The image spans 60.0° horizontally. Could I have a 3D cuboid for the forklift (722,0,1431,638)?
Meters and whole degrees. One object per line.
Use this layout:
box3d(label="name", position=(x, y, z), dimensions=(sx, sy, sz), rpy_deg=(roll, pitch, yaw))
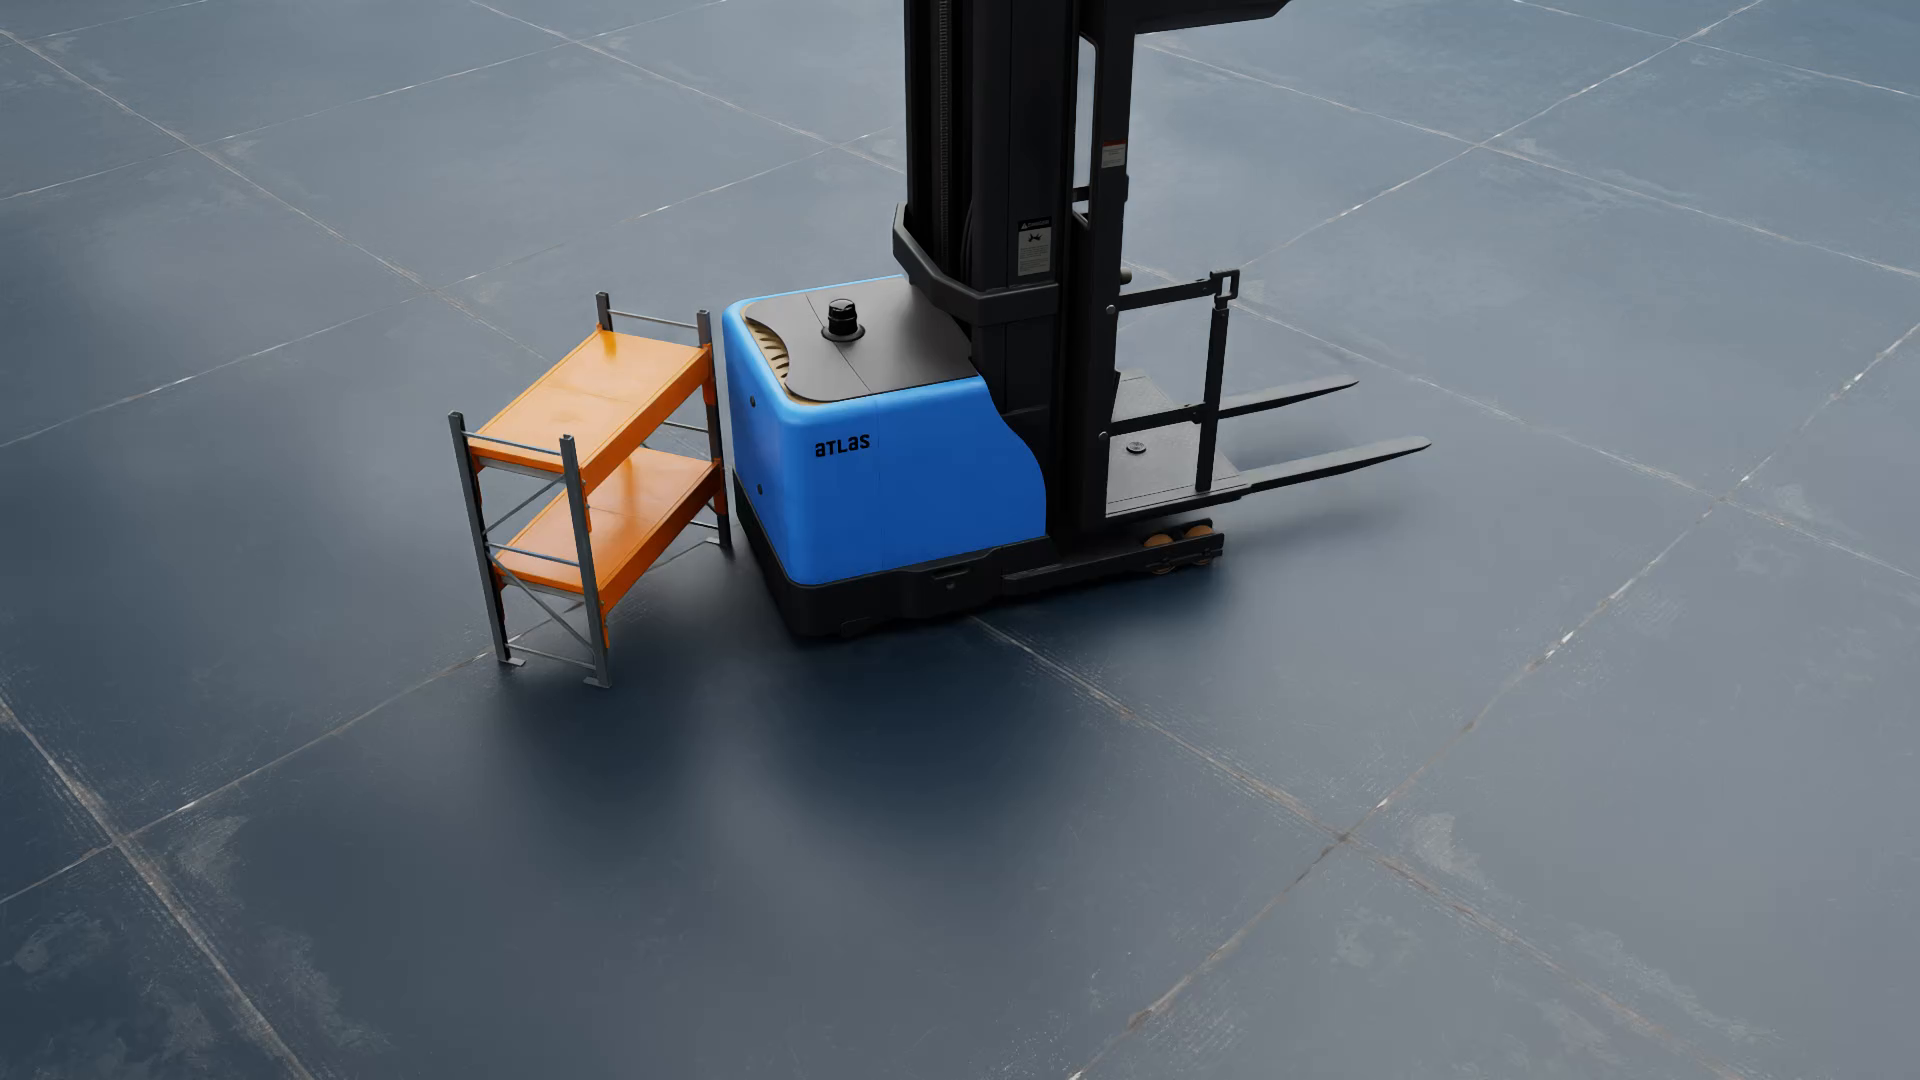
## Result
box3d(label="forklift", position=(0.590, -1.329, 6.593), dimensions=(3.031, 2.935, 1.130), rpy_deg=(-12, 37, -17))

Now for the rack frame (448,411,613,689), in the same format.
box3d(label="rack frame", position=(-1.587, 0.056, 6.187), dimensions=(0.500, 1.125, 0.032), rpy_deg=(12, 37, 17))

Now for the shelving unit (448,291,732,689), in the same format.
box3d(label="shelving unit", position=(-1.409, -0.217, 6.577), dimensions=(0.538, 1.125, 1.048), rpy_deg=(12, 37, 17))

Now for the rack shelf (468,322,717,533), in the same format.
box3d(label="rack shelf", position=(-1.409, -0.457, 6.410), dimensions=(0.538, 0.278, 1.000), rpy_deg=(12, 37, 17))

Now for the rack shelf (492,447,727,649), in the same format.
box3d(label="rack shelf", position=(-1.409, -0.016, 6.717), dimensions=(0.538, 0.278, 1.000), rpy_deg=(12, 37, 17))

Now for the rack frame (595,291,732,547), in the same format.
box3d(label="rack frame", position=(-1.232, -0.489, 6.968), dimensions=(0.500, 1.125, 0.032), rpy_deg=(12, 37, 17))
